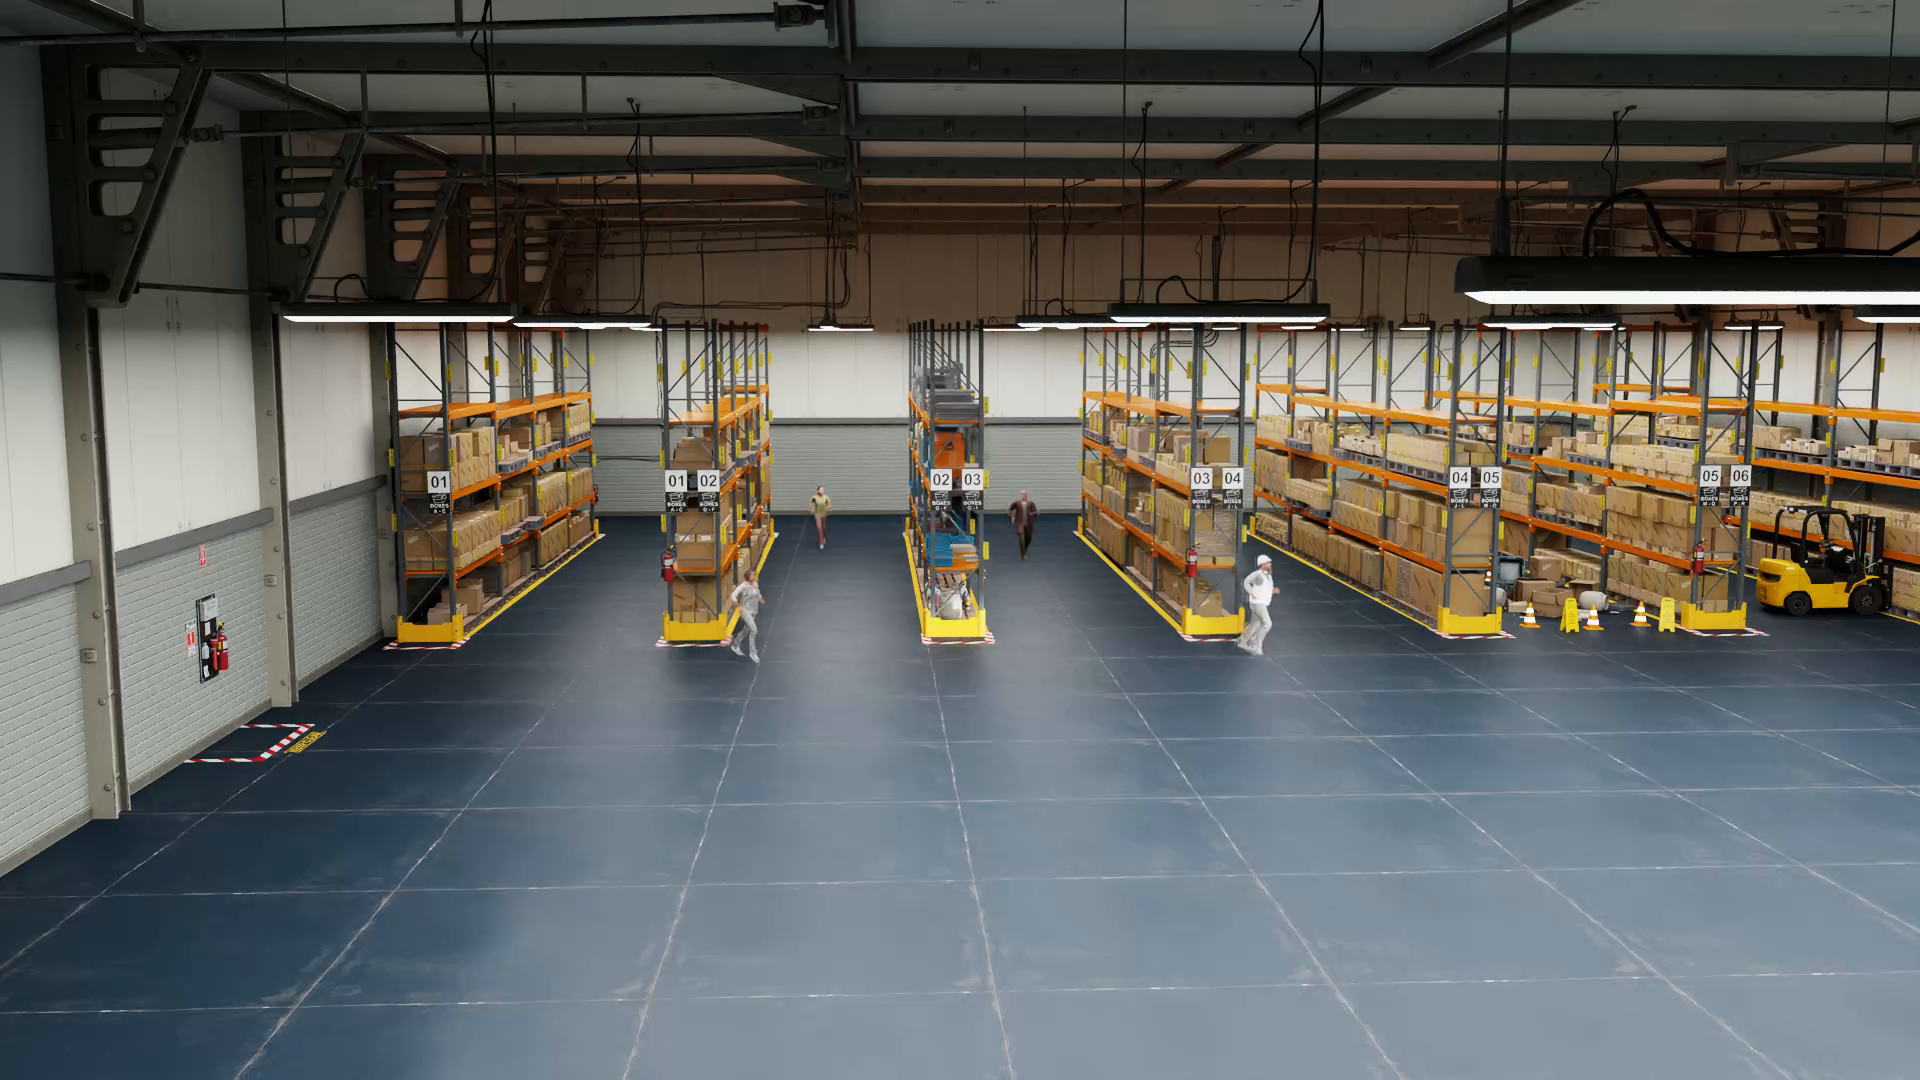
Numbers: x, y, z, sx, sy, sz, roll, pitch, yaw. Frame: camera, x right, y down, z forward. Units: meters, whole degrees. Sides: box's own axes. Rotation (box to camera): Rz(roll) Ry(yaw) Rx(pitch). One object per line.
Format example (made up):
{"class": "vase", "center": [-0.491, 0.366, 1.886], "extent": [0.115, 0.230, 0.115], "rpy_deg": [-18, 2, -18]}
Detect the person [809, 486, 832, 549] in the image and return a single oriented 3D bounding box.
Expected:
{"class": "person", "center": [-3.746, -0.630, 44.744], "extent": [0.589, 1.668, 0.907], "rpy_deg": [-2, 7, -12]}

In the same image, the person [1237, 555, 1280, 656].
{"class": "person", "center": [5.404, 1.169, 30.006], "extent": [0.741, 1.819, 0.652], "rpy_deg": [4, 8, 30]}

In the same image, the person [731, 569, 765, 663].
{"class": "person", "center": [-3.759, 1.312, 29.320], "extent": [0.735, 1.631, 0.533], "rpy_deg": [4, 8, 31]}

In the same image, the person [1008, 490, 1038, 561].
{"class": "person", "center": [1.619, -0.344, 42.281], "extent": [0.714, 1.668, 1.020], "rpy_deg": [-1, 7, -10]}
